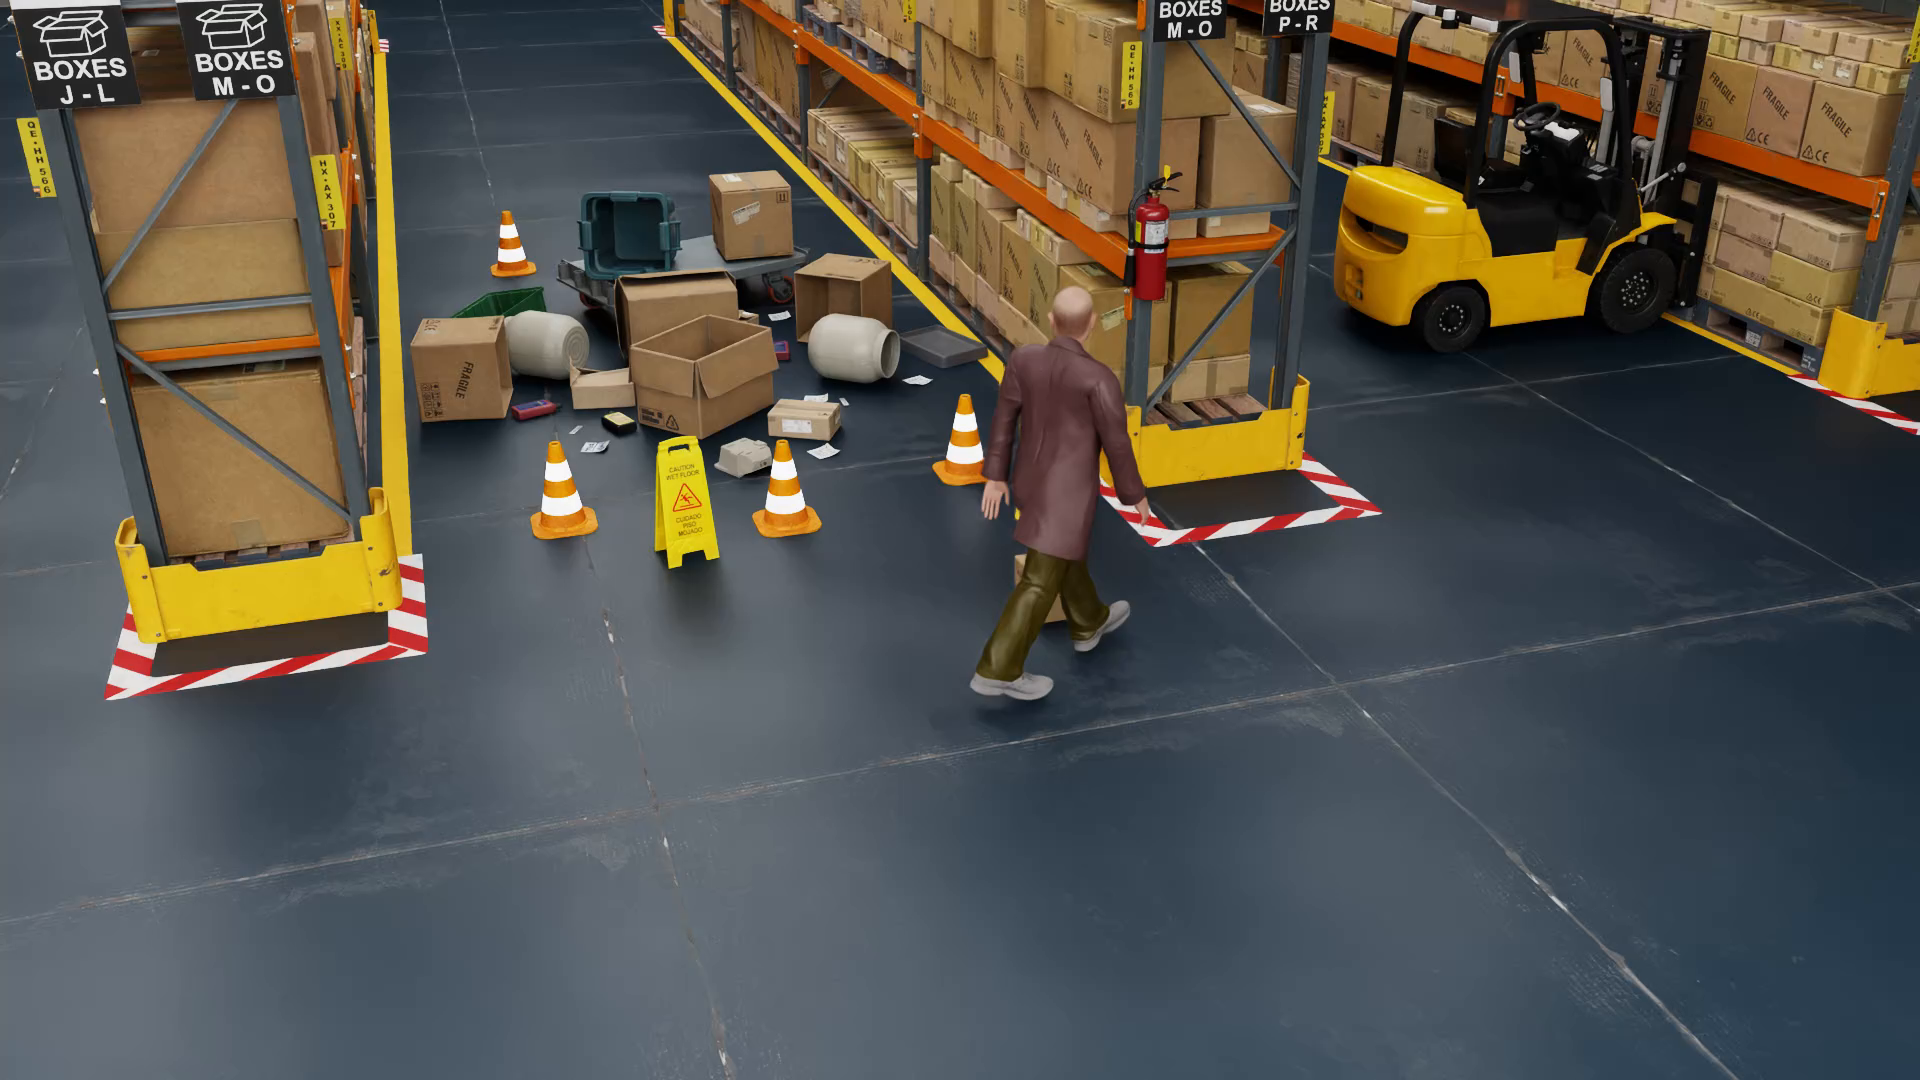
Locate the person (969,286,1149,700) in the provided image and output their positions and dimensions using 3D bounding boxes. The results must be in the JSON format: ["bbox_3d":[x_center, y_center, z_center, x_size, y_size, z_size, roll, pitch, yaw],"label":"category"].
[{"bbox_3d":[0.441,-0.212,7.067,1.035,1.736,0.641,-21,33,-37],"label":"person"}]
